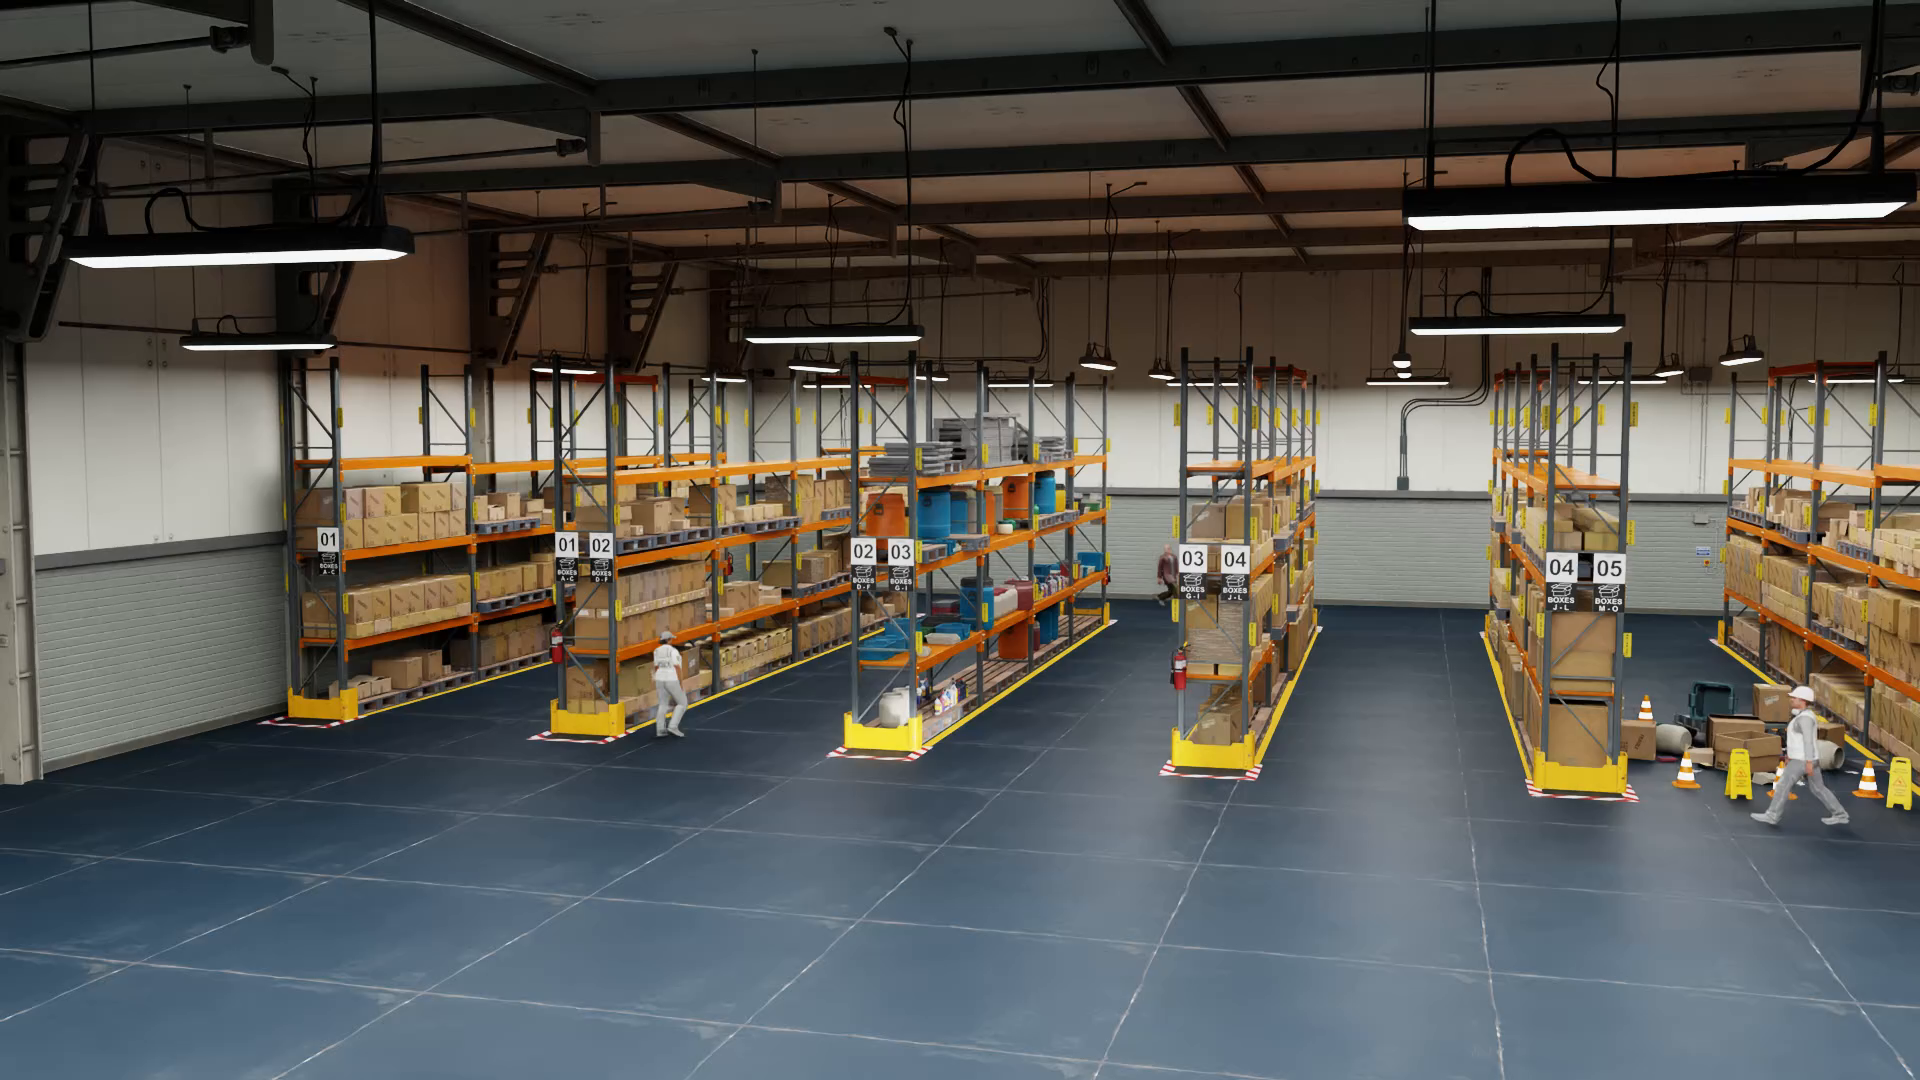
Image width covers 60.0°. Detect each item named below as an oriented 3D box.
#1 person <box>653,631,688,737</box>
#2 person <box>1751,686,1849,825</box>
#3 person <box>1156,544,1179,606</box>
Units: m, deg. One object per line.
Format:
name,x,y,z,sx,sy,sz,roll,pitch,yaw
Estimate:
person,-4.563,2.253,26.090,0.573,1.652,0.448,2,5,29
person,10.289,2.645,20.322,1.070,1.726,0.546,2,5,30
person,5.552,0.953,43.863,0.542,1.661,1.117,-4,6,-44
